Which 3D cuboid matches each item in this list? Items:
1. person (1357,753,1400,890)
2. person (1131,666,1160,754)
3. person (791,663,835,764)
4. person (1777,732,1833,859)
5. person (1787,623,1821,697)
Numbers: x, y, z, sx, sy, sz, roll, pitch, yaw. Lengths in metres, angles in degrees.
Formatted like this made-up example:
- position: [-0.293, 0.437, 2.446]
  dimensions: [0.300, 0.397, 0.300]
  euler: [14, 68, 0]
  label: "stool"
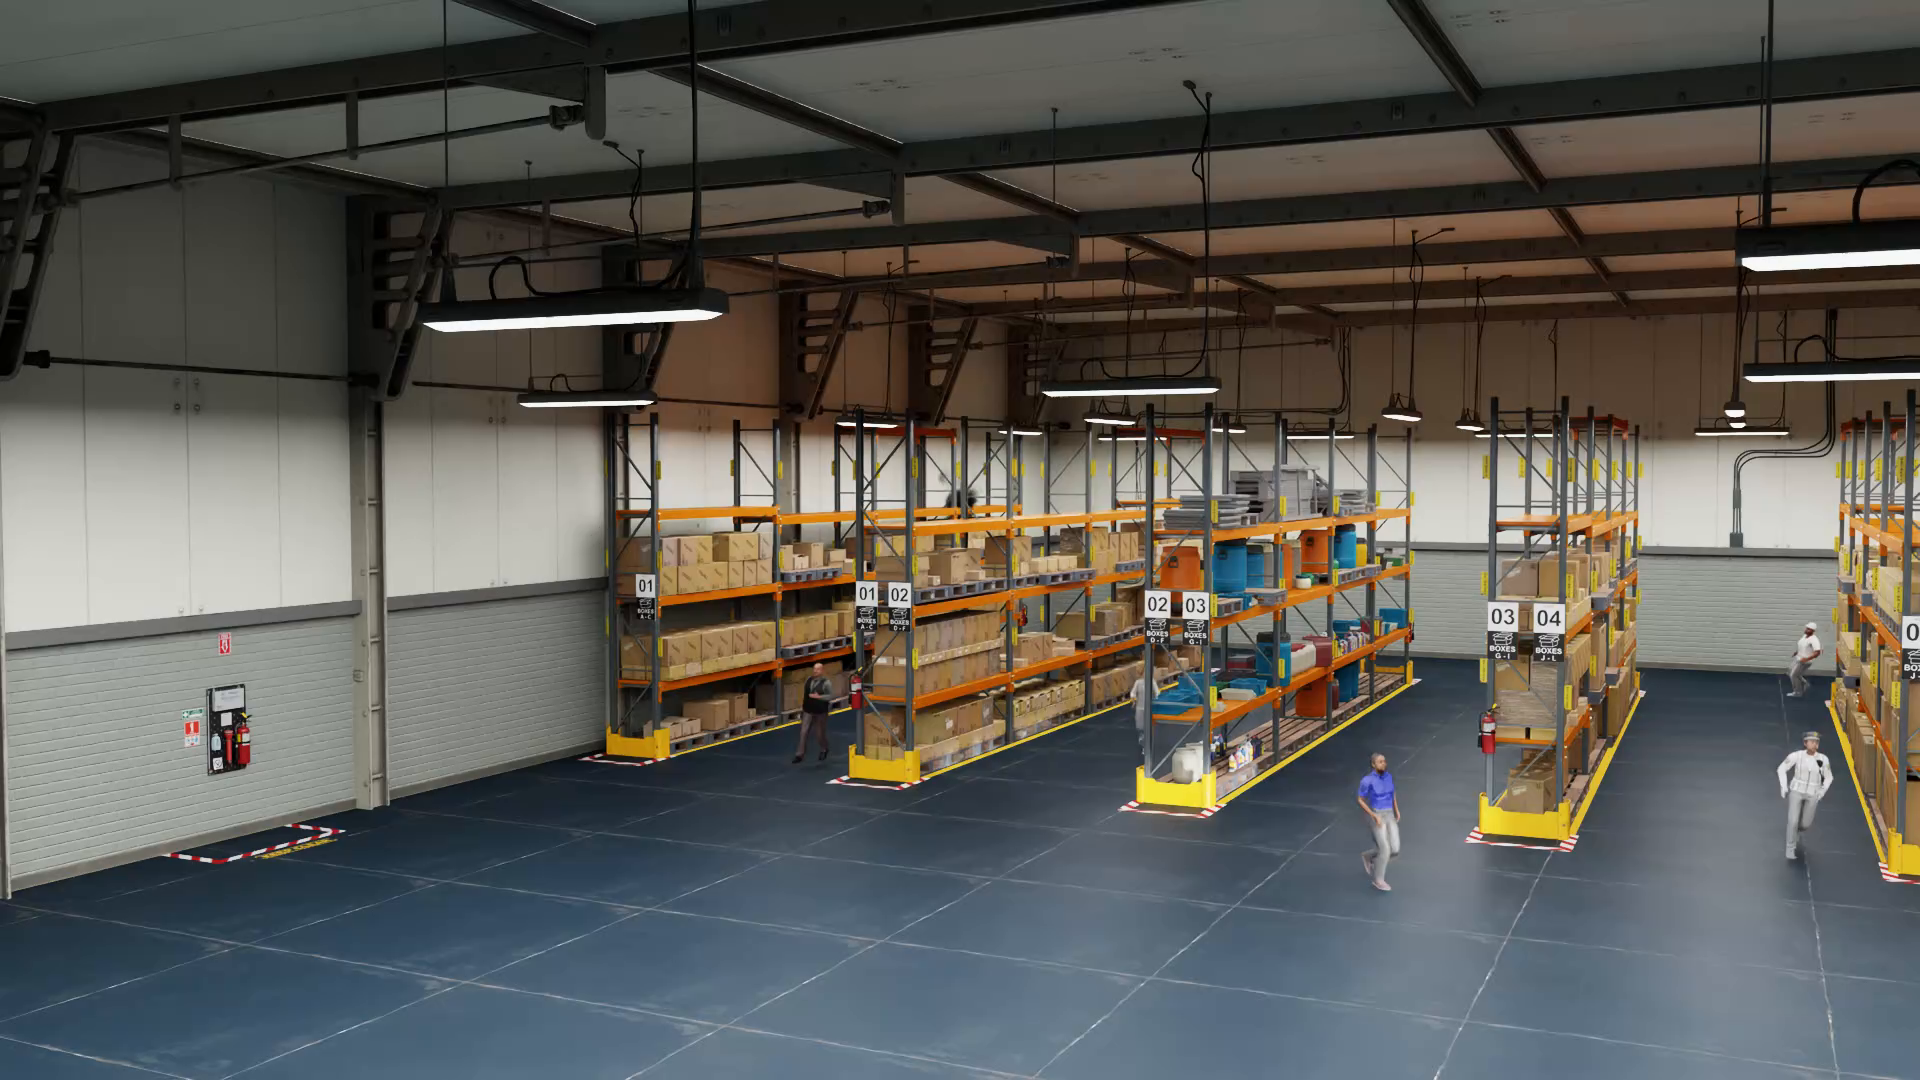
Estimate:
- position: [5.019, 3.361, 19.997]
  dimensions: [0.575, 1.624, 0.528]
  euler: [-1, 3, -29]
  label: "person"
- position: [3.252, 2.995, 29.270]
  dimensions: [0.533, 1.557, 0.541]
  euler: [1, 2, 13]
  label: "person"
- position: [-2.417, 2.923, 27.983]
  dimensions: [0.667, 1.712, 1.062]
  euler: [1, 3, 18]
  label: "person"
- position: [10.968, 3.292, 21.588]
  dimensions: [0.656, 1.655, 0.610]
  euler: [1, 3, 21]
  label: "person"
- position: [18.446, 2.628, 36.390]
  dimensions: [0.525, 1.674, 0.752]
  euler: [0, 2, 10]
  label: "person"
